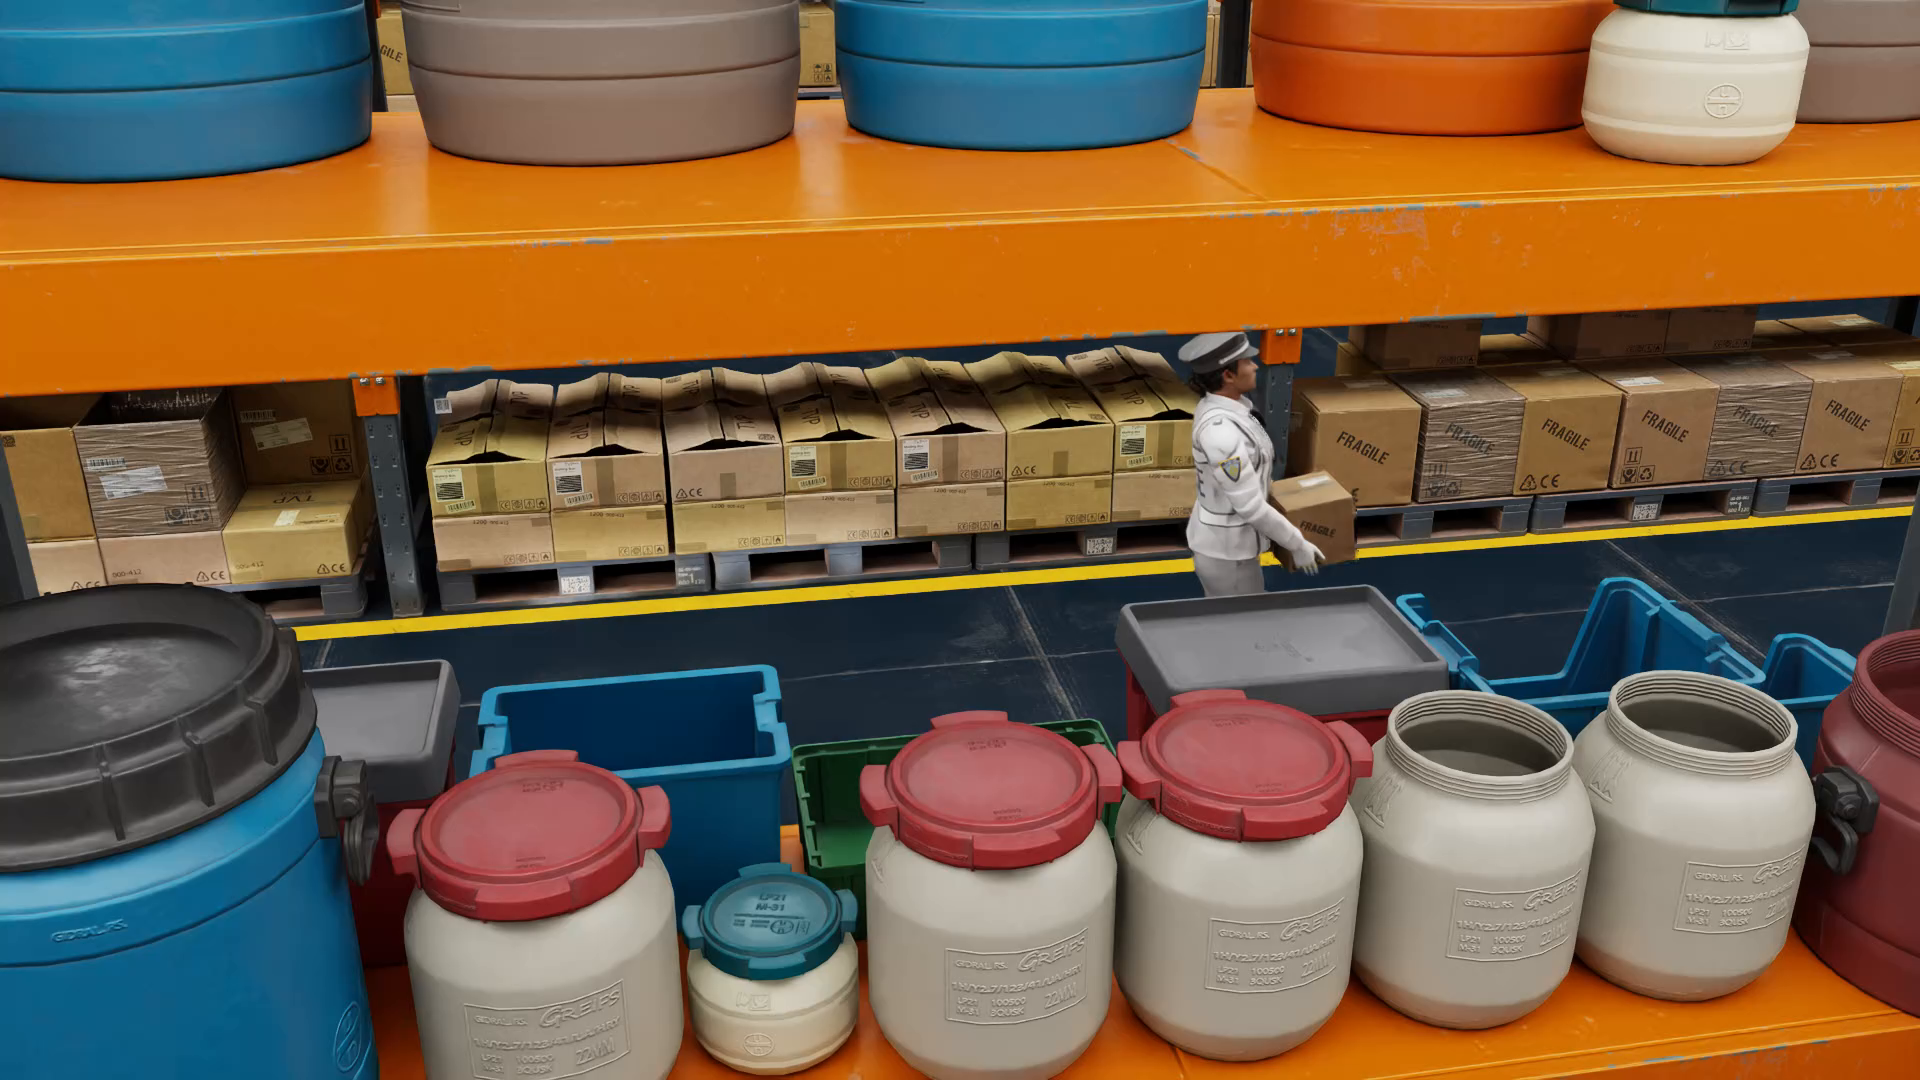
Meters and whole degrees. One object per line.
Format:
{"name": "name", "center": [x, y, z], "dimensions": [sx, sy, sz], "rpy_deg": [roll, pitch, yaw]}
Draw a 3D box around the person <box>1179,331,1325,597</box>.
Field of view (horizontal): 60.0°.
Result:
{"name": "person", "center": [1.022, 0.034, 5.971], "dimensions": [0.543, 1.700, 0.471], "rpy_deg": [2, 24, 5]}
